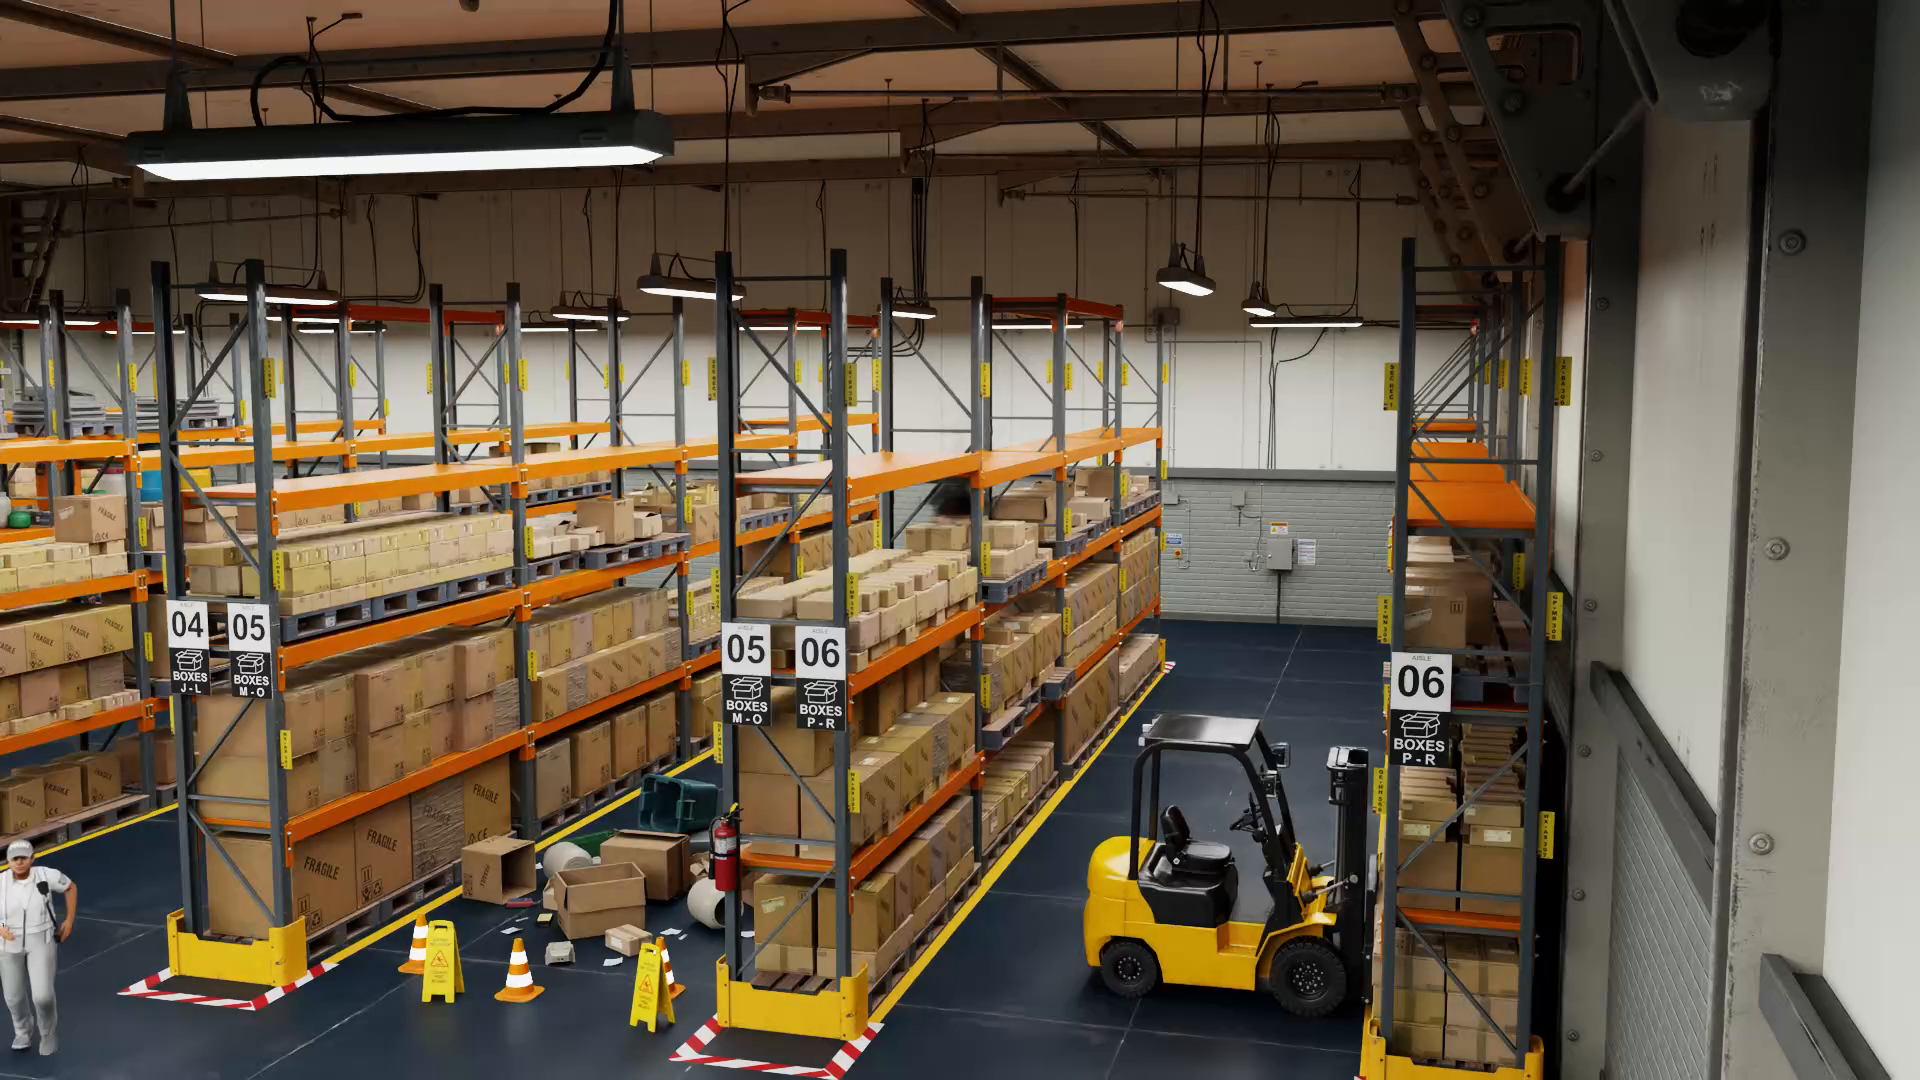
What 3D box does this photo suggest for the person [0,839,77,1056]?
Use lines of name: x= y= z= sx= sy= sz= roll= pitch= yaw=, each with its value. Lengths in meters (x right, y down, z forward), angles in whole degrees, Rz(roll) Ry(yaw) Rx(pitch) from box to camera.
person: x=-6.932 y=3.059 z=12.396 sx=0.630 sy=1.697 sz=0.685 roll=-3 pitch=7 yaw=-25

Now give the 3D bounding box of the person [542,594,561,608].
person: x=-6.186 y=1.603 z=25.427 sx=0.697 sy=1.759 sz=0.899 roll=1 pitch=6 yaw=9
